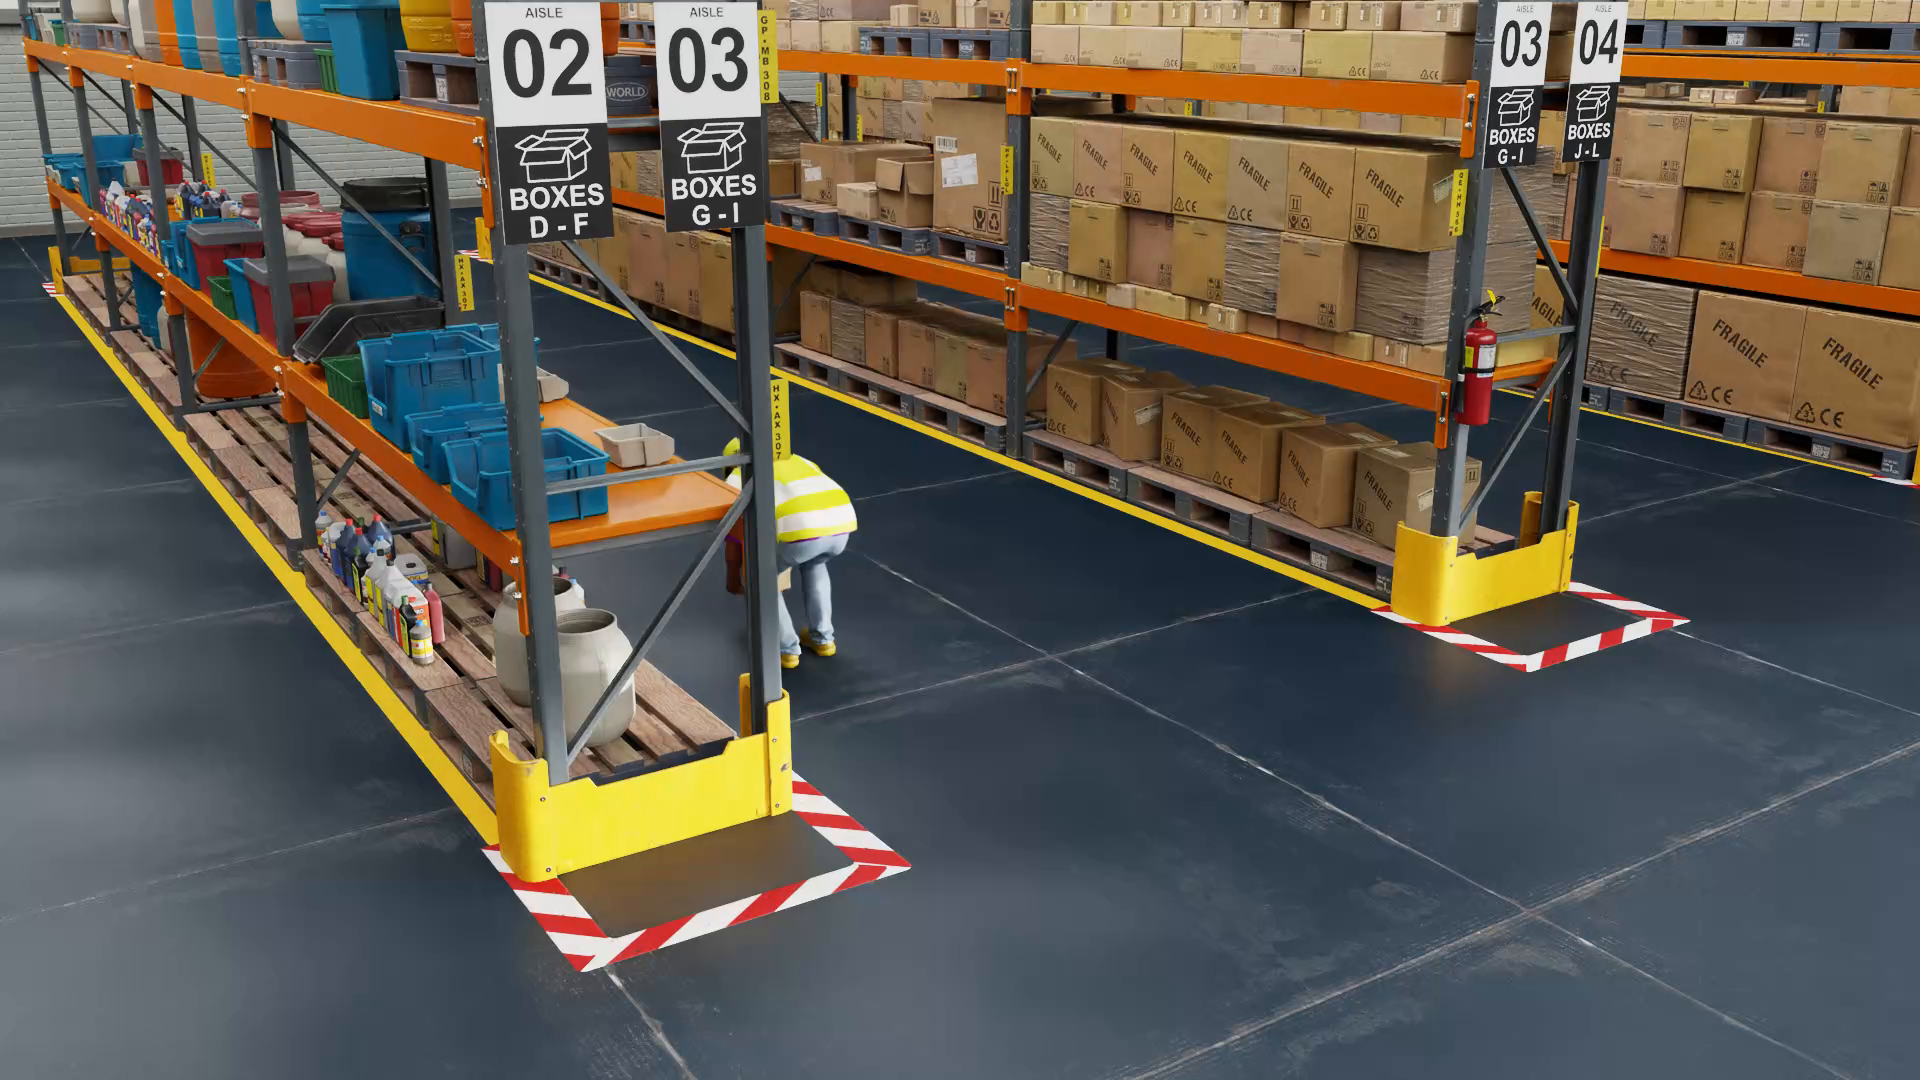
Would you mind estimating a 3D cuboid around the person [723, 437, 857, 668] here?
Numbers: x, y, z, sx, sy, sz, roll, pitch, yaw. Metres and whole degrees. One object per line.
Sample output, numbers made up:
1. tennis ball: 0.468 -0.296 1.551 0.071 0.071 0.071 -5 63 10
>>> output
1. person: -0.923 0.054 8.526 0.513 1.041 0.966 -13 22 -34
